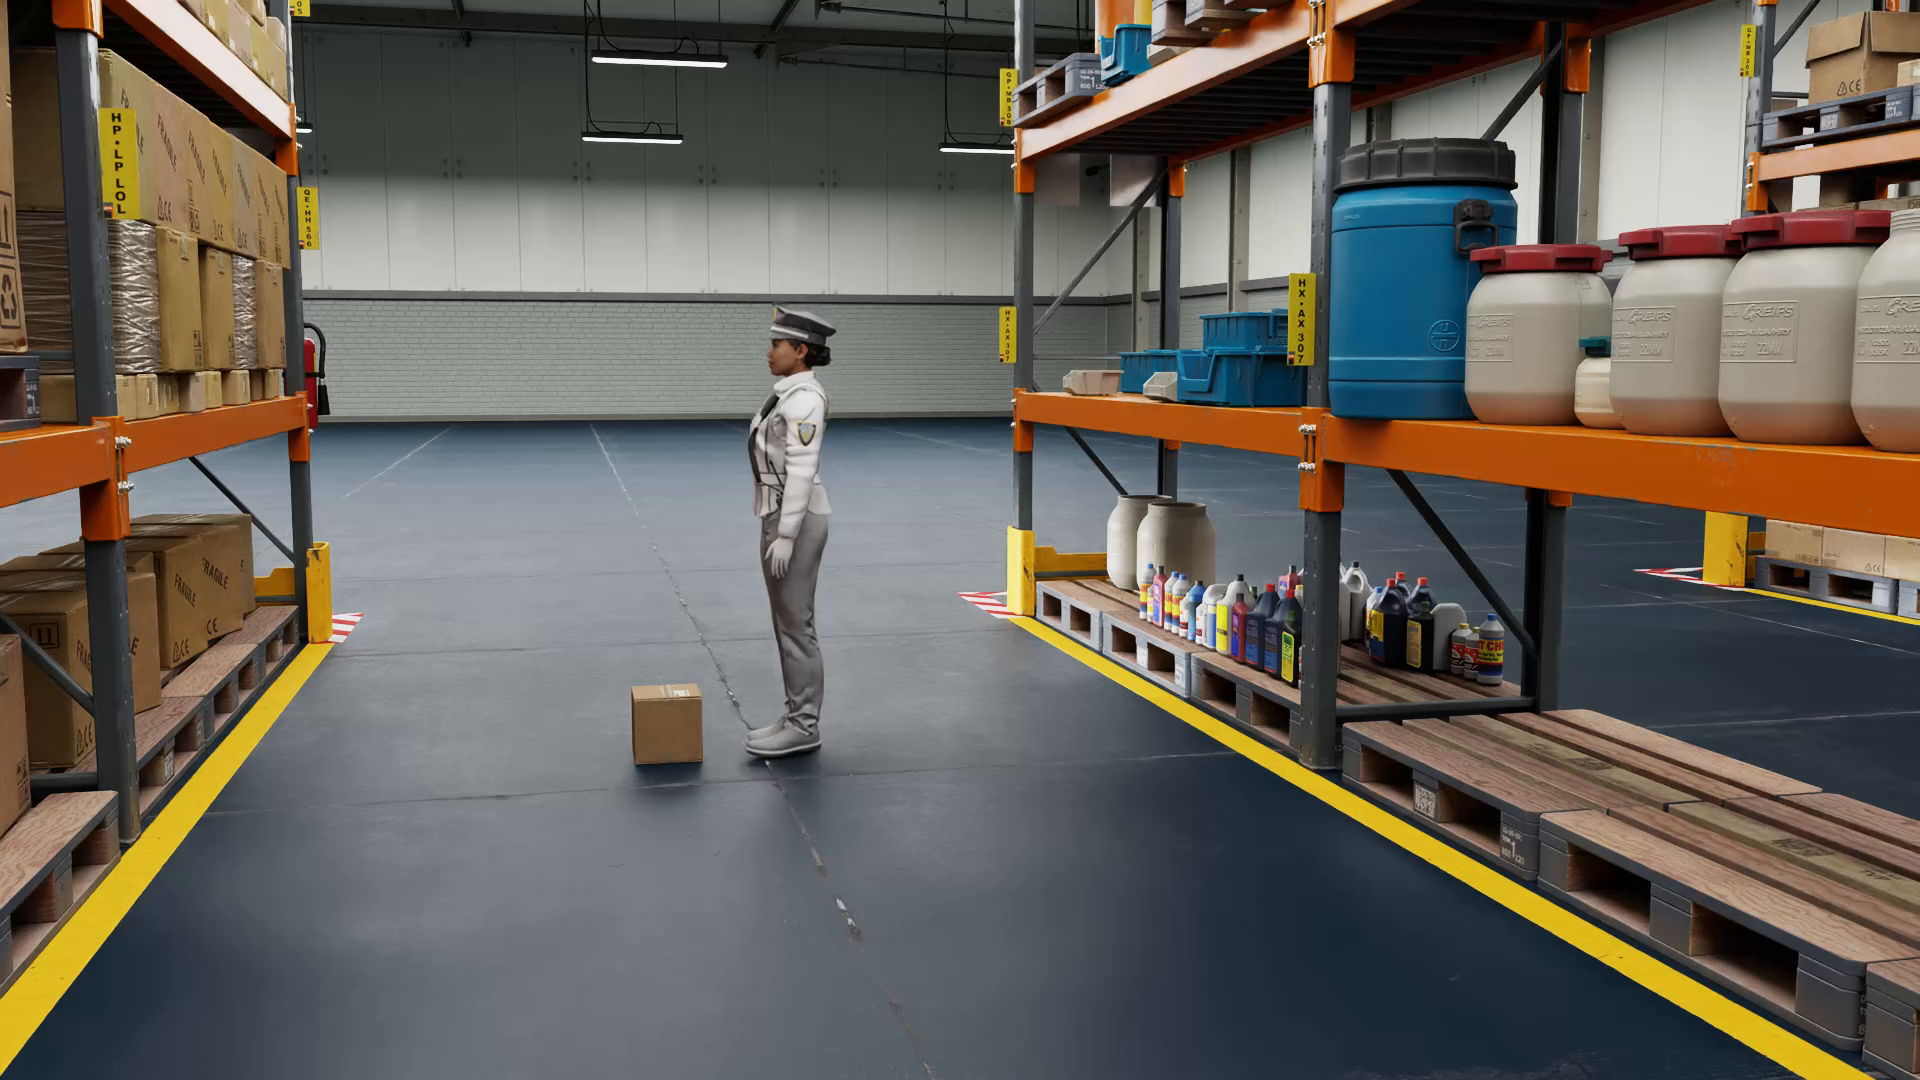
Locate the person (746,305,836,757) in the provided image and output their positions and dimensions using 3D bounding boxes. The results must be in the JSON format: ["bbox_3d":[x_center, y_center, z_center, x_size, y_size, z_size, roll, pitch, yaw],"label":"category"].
[{"bbox_3d":[-0.646,-0.032,6.315,0.363,1.705,0.492,-1,6,-13],"label":"person"}]
